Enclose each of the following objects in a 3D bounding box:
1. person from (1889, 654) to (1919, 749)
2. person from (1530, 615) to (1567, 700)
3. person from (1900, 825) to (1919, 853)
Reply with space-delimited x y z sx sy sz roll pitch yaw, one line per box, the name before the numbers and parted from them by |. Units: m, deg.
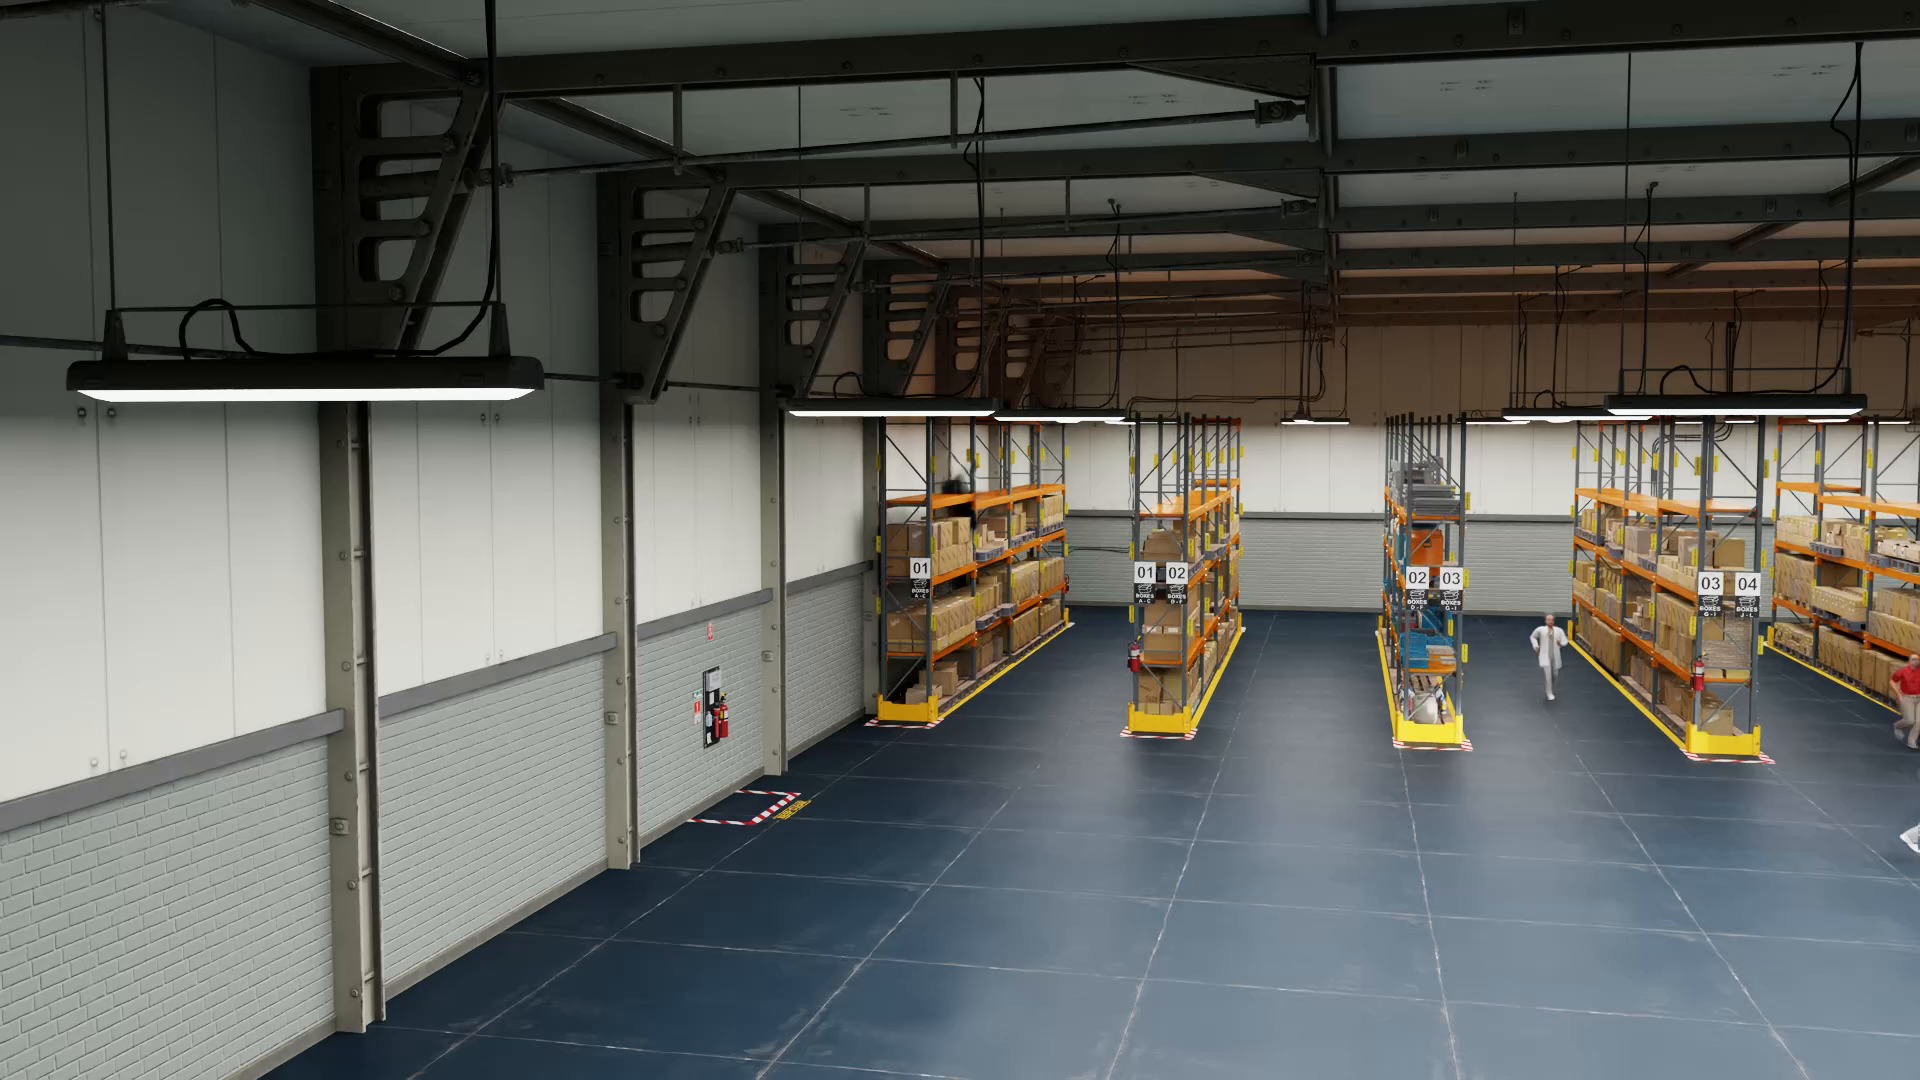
person | 17.025 2.868 29.764 0.679 1.678 0.619 0 4 2
person | 12.431 2.456 35.085 0.715 1.754 1.020 0 4 6
person | 12.903 3.408 21.881 0.891 1.680 0.558 3 5 40
